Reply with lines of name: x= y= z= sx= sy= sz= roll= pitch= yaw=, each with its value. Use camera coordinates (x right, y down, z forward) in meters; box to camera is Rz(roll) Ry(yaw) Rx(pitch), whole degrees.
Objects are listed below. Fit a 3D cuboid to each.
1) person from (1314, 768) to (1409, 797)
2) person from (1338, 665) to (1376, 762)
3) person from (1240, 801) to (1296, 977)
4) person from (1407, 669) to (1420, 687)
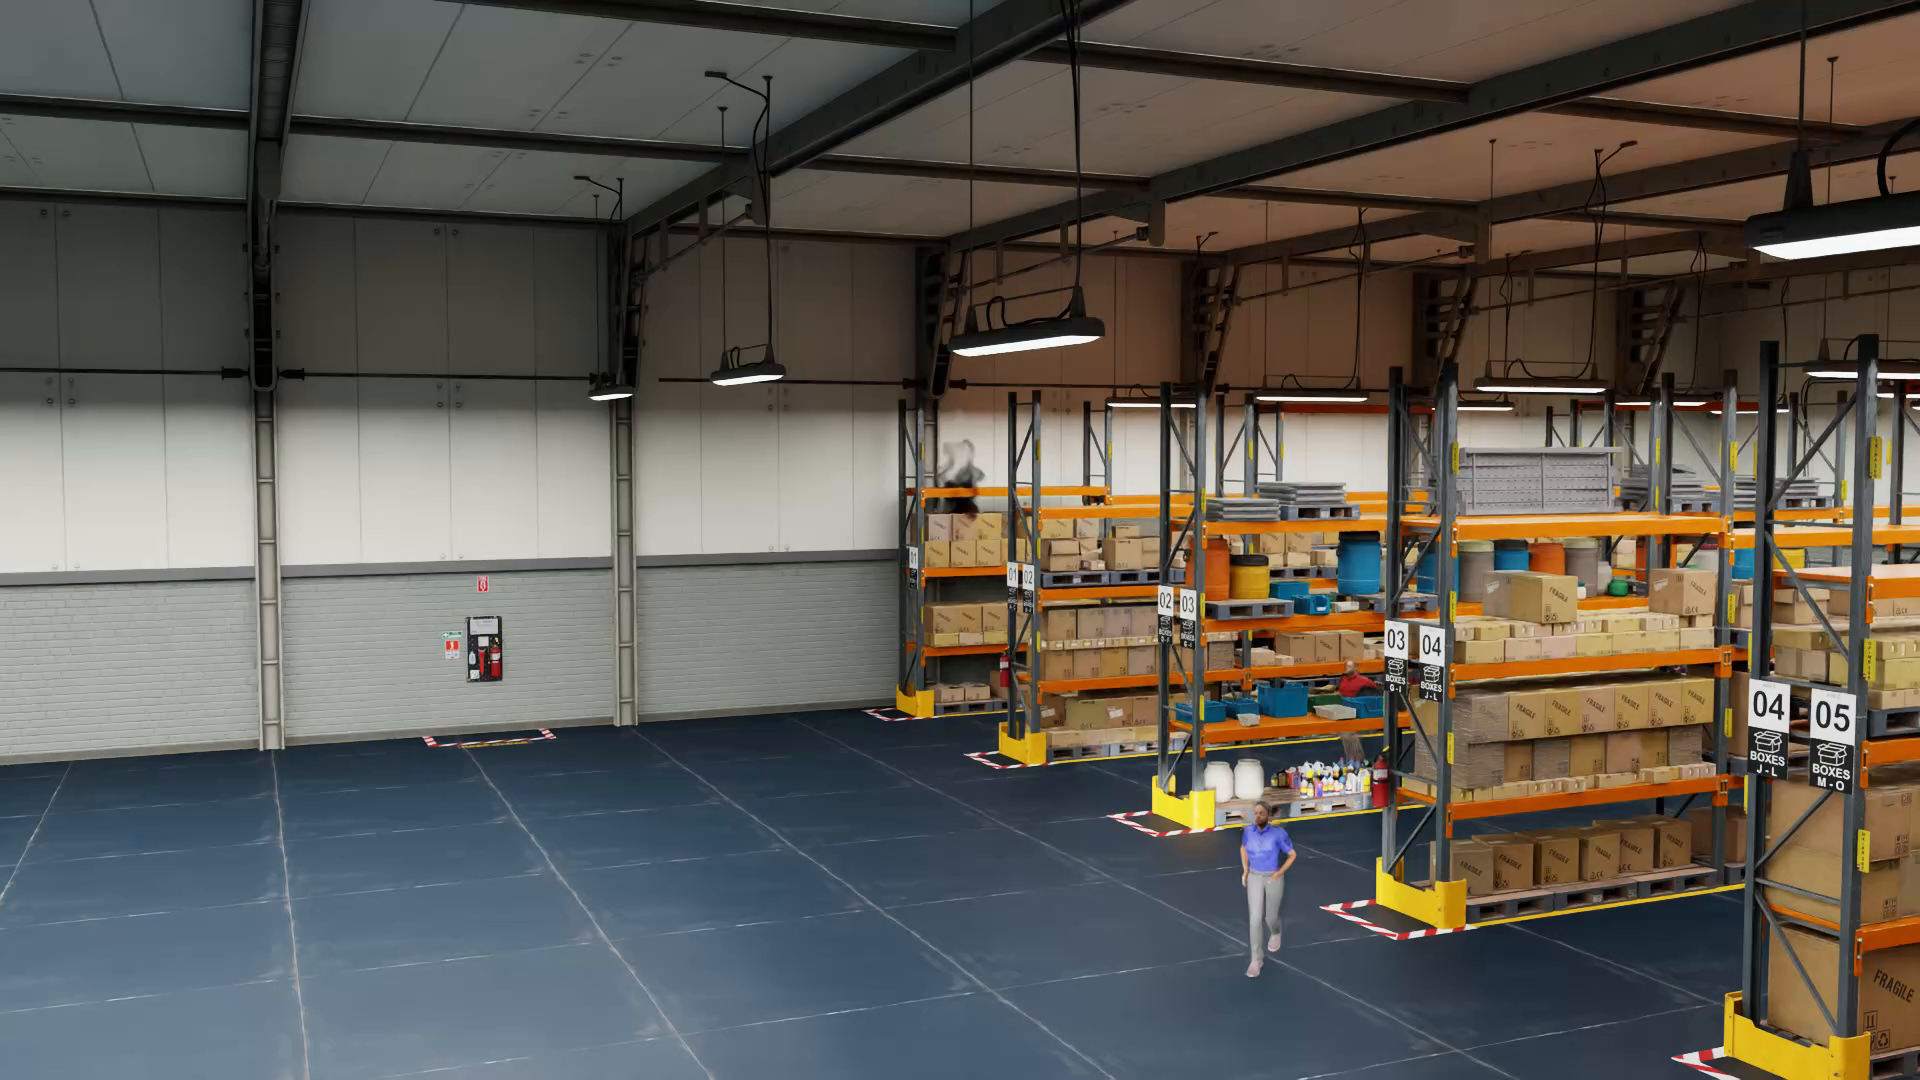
person: x=12.657 y=1.993 z=25.451 sx=16.034 sy=3.383 sz=23.182 roll=-1 pitch=4 yaw=-21
person: x=15.068 y=3.065 z=22.142 sx=12.066 sy=1.696 sz=16.469 roll=-2 pitch=4 yaw=-28
person: x=3.029 y=3.383 z=16.375 sx=0.579 sy=1.674 sz=0.785 roll=1 pitch=4 yaw=24
person: x=9.154 y=2.389 z=33.184 sx=0.842 sy=1.709 sz=0.581 roll=-1 pitch=4 yaw=-23
